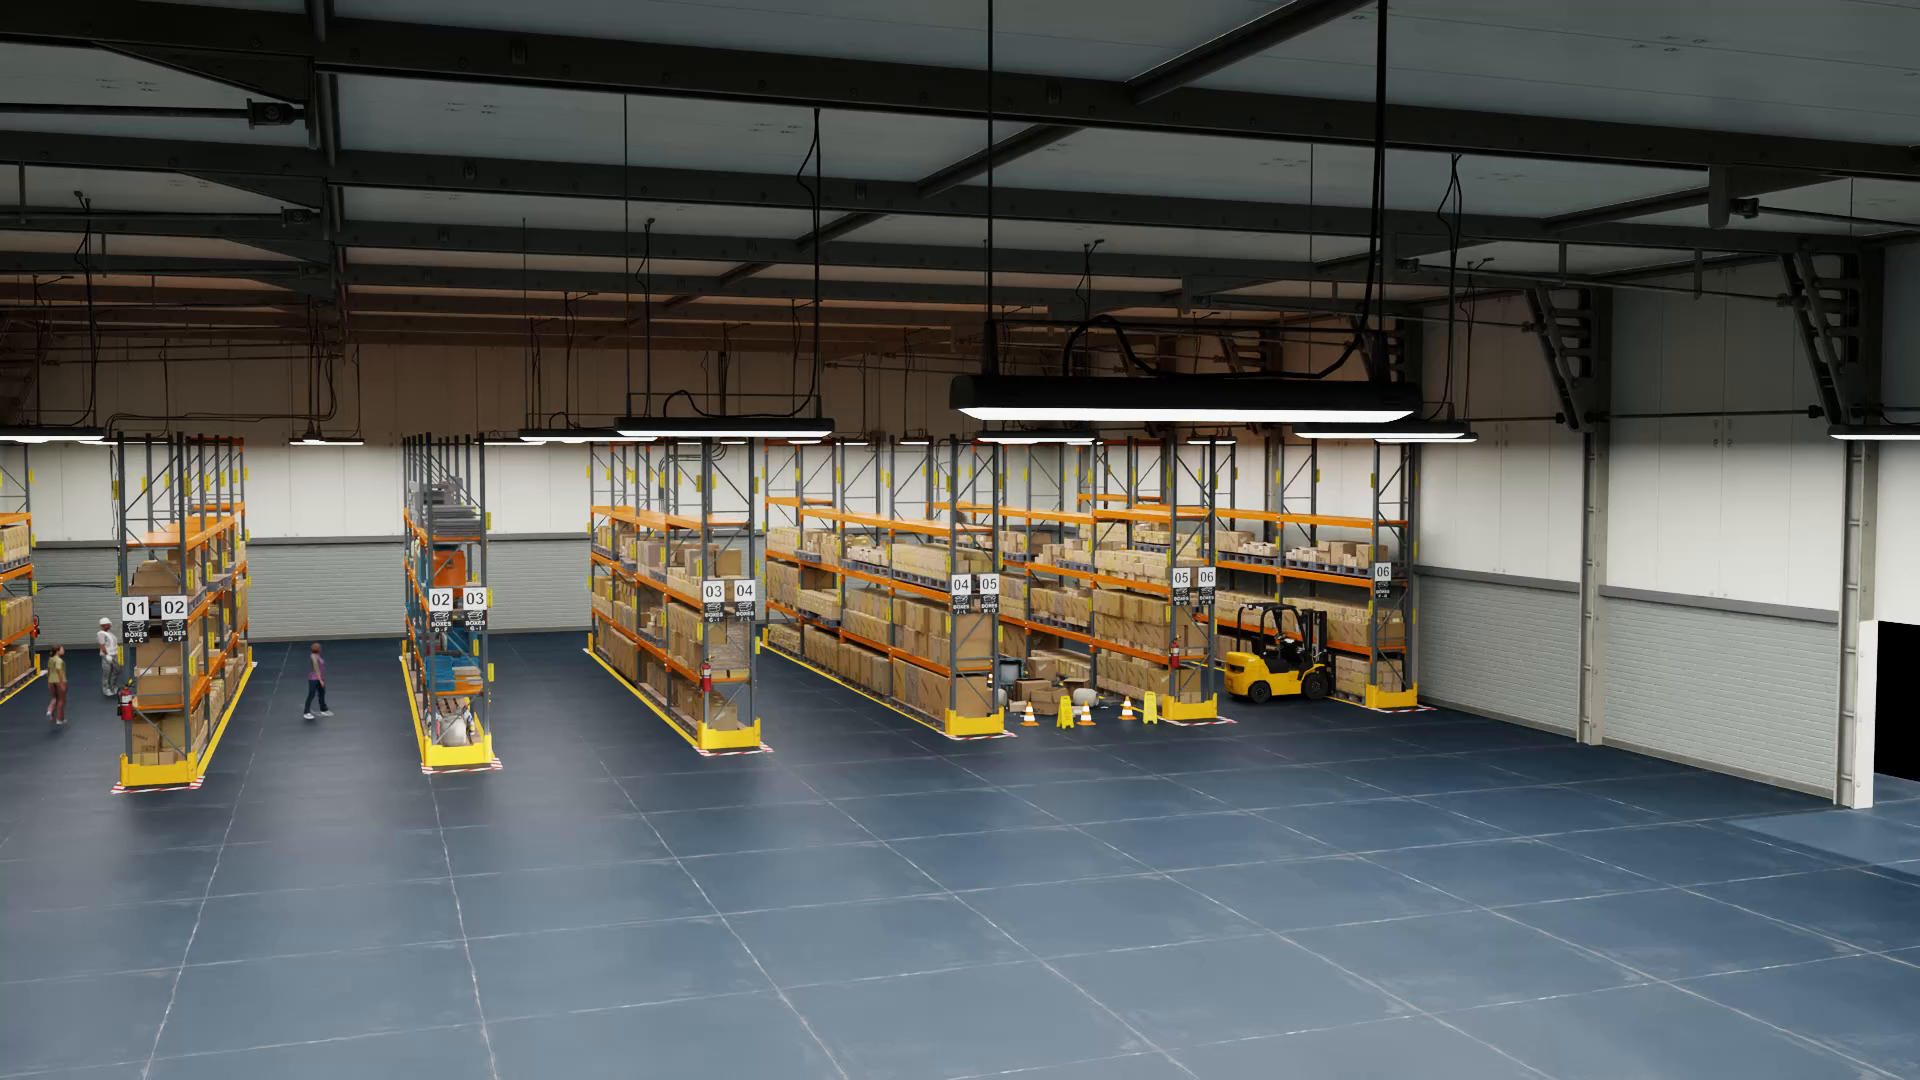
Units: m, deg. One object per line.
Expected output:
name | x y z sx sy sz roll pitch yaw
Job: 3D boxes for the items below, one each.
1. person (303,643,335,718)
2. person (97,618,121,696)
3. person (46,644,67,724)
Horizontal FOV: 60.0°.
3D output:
person | -13.631 2.973 35.285 0.540 1.607 0.558 0 3 -4
person | -19.680 2.716 38.513 0.569 1.834 0.663 1 3 14
person | -18.672 2.974 34.318 0.472 1.661 0.499 0 3 9
